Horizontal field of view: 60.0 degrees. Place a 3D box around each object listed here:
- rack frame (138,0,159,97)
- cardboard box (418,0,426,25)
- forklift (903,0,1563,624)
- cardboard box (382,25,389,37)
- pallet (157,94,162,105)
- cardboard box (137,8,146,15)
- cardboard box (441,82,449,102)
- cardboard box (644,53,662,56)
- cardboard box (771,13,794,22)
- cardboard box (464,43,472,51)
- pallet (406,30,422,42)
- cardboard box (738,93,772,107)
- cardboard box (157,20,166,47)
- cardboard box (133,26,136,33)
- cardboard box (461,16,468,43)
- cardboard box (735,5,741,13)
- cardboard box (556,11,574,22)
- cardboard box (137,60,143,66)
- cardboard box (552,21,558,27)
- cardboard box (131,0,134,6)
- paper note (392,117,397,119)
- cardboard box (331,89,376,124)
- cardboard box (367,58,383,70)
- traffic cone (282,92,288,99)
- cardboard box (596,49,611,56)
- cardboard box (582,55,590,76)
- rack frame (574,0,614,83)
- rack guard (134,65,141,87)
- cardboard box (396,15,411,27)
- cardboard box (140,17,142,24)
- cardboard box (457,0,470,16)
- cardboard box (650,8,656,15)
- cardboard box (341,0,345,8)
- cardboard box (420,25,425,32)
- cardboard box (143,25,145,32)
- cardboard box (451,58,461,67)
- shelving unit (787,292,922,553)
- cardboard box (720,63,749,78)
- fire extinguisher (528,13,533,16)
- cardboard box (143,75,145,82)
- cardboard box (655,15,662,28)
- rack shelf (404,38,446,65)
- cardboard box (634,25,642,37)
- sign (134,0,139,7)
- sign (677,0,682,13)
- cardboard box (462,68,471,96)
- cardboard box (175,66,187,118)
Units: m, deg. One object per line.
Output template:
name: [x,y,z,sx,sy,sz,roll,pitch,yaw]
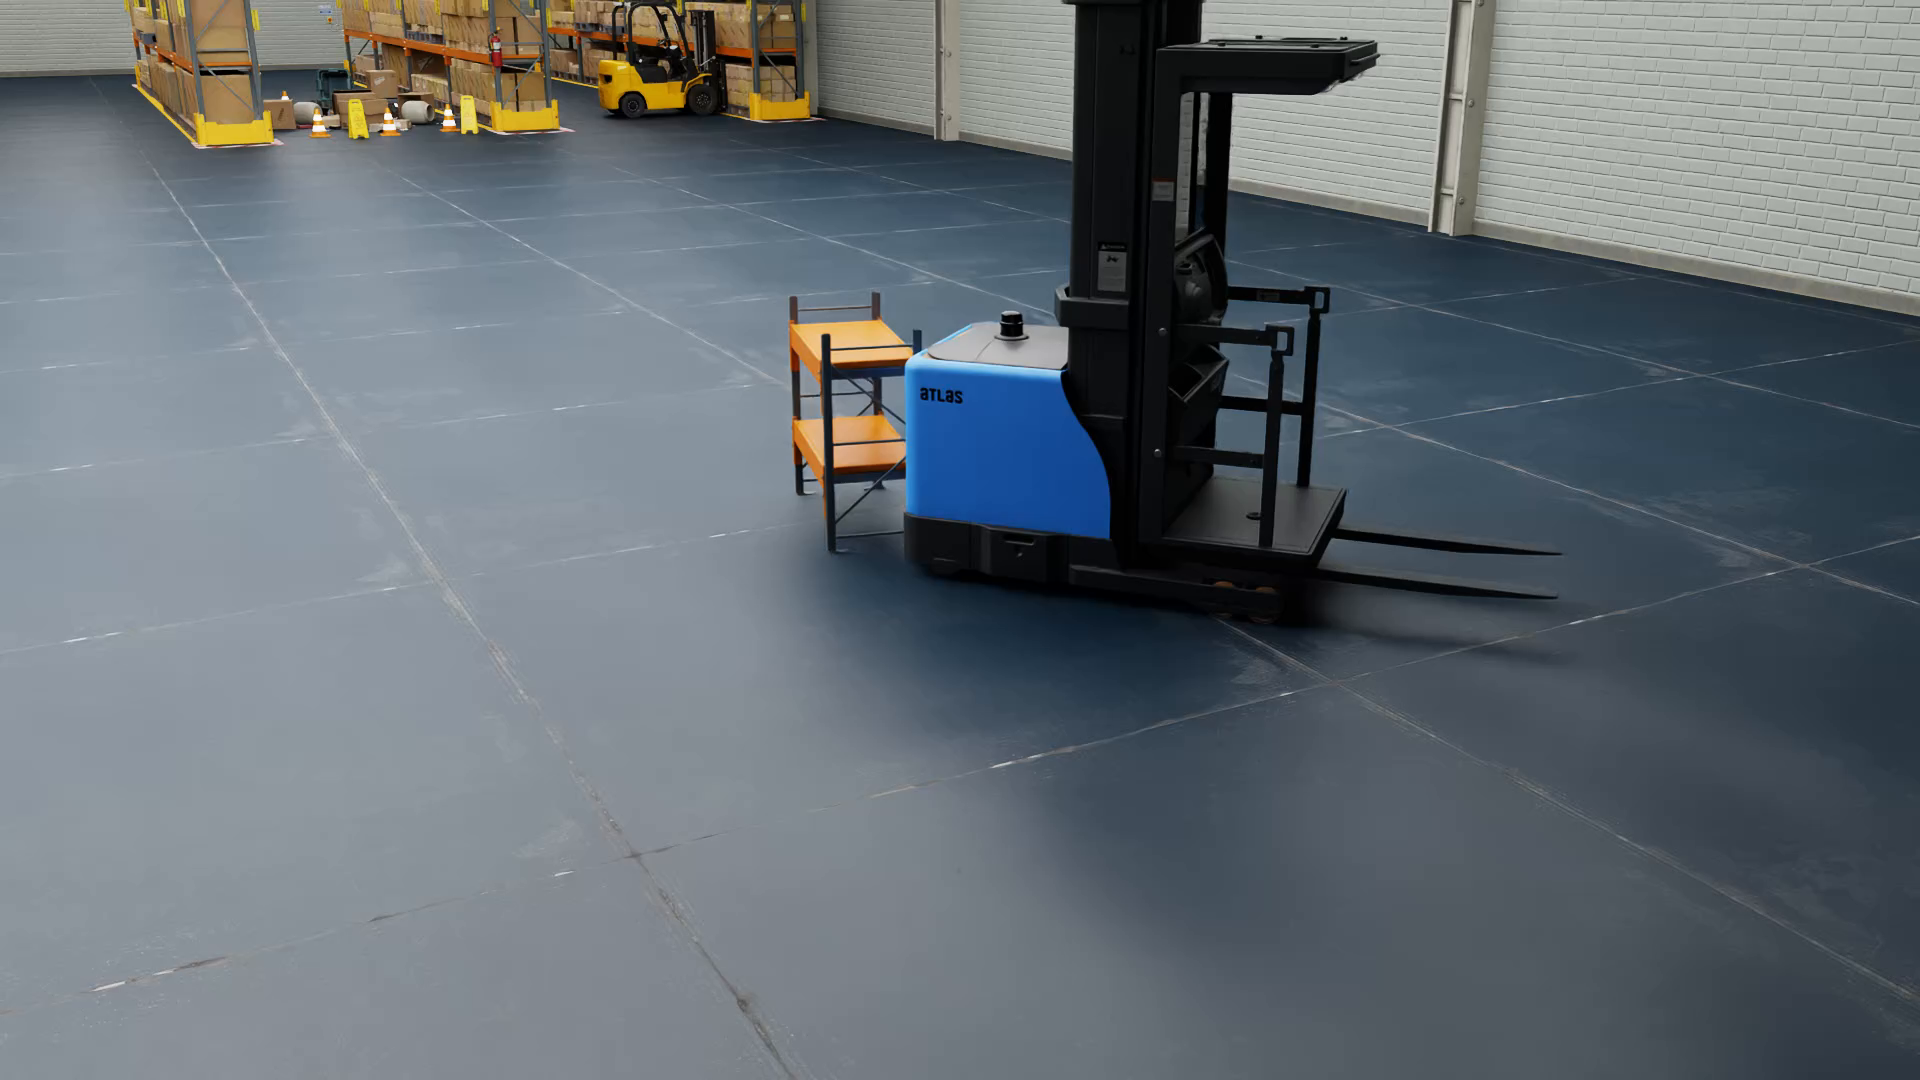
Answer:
rack frame: [-17.904,-11.560,37.534,1.000,3.000,0.127,-10,21,-27]
cardboard box: [-10.943,-10.984,34.612,0.500,0.500,0.500,-11,22,-29]
forklift: [1.296,-1.201,7.617,3.031,2.935,1.130,7,20,19]
cardboard box: [-12.913,-11.675,38.097,0.500,0.250,0.500,-10,22,-28]
pallet: [-16.949,-9.668,36.325,1.003,0.211,1.213,-10,21,-27]
cardboard box: [-17.506,-11.366,35.800,0.380,0.149,0.250,-9,21,-25]
cardboard box: [-10.048,-9.166,33.980,0.950,0.372,0.625,-10,21,-26]
cardboard box: [-7.303,-11.499,39.551,0.380,0.149,0.250,-9,21,-24]
cardboard box: [-3.463,-10.172,32.365,0.380,0.149,0.250,-11,22,-28]
cardboard box: [-9.185,-9.364,31.554,0.380,0.149,0.250,-10,21,-27]
pallet: [-11.264,-10.929,35.999,1.213,0.211,1.003,-10,21,-27]
cardboard box: [-4.031,-8.666,32.717,0.500,0.250,0.500,-10,21,-26]
cardboard box: [-15.545,-9.998,32.854,0.500,0.500,0.500,-10,21,-27]
cardboard box: [-19.700,-12.294,40.045,0.380,0.149,0.250,-11,22,-28]
cardboard box: [-9.089,-9.649,31.386,0.500,0.500,0.500,-10,21,-26]
cardboard box: [-4.178,-10.382,32.518,0.380,0.149,0.250,-9,21,-25]
cardboard box: [-10.161,-13.591,43.192,0.500,0.250,0.500,-10,21,-27]
cardboard box: [-19.853,-11.637,40.573,0.380,0.149,0.250,-11,22,-29]
cardboard box: [-10.502,-13.568,43.739,0.380,0.149,0.250,-9,21,-25]
cardboard box: [-19.106,-12.756,38.859,0.500,0.500,0.500,-11,22,-28]
paper note: [-11.046,-8.239,32.462,0.148,0.019,0.142,-10,21,-27]
cardboard box: [-11.410,-8.174,31.341,0.797,0.637,0.503,-10,21,-27]
cardboard box: [-14.225,-11.797,41.504,0.875,0.438,0.875,-11,22,-28]
traffic cone: [-13.413,-8.683,33.086,0.336,0.463,0.334,-10,21,-27]
cardboard box: [-8.819,-12.089,41.261,0.380,0.149,0.250,-10,22,-28]
cardboard box: [-9.197,-11.969,41.907,0.500,0.500,0.500,-9,21,-24]
rack frame: [-9.229,-13.126,42.071,1.000,3.000,0.127,-10,21,-27]
rack guard: [-19.767,-11.505,41.206,1.175,0.500,0.348,-10,21,-27]
cardboard box: [-12.149,-11.473,36.744,0.500,0.250,0.500,-10,21,-27]
cardboard box: [-17.129,-10.999,35.192,0.380,0.149,0.250,-10,21,-27]
cardboard box: [-8.898,-9.961,30.758,0.700,0.500,0.500,-10,22,-27]
cardboard box: [-6.614,-11.673,36.714,0.380,0.149,0.250,-11,22,-28]
cardboard box: [-15.517,-13.842,42.461,0.500,0.500,0.500,-11,22,-28]
cardboard box: [-11.215,-10.854,35.229,0.380,0.149,0.250,-9,21,-23]
cardboard box: [-16.759,-10.633,34.590,0.380,0.149,0.250,-10,21,-27]
cardboard box: [-9.747,-9.363,32.593,0.380,0.149,0.250,-10,21,-26]
shelving unit: [-0.558,-0.649,8.788,0.538,1.125,1.048,-5,20,-14]
cardboard box: [-4.519,-9.425,33.386,0.500,0.250,0.500,-10,21,-26]
fire extinguisher: [-11.605,-14.032,45.387,0.296,0.674,0.183,-10,21,-27]
cardboard box: [-19.244,-10.993,39.616,0.380,0.149,0.250,-11,22,-29]
cardboard box: [-6.376,-11.390,36.505,0.500,0.250,0.500,-10,21,-26]
rack shelf: [-10.746,-10.293,34.966,1.077,0.370,4.000,-10,21,-27]
cardboard box: [-7.099,-11.596,37.868,0.500,0.250,0.500,-10,22,-28]
sign: [-18.377,-11.883,37.143,0.100,0.325,0.005,-10,21,-27]
sign: [-5.903,-11.252,34.988,0.100,0.325,0.005,-10,21,-27]
cardboard box: [-9.244,-8.800,31.958,0.500,0.500,0.500,-9,21,-24]
cardboard box: [-13.868,-8.266,30.602,0.875,0.875,0.875,-10,21,-26]
